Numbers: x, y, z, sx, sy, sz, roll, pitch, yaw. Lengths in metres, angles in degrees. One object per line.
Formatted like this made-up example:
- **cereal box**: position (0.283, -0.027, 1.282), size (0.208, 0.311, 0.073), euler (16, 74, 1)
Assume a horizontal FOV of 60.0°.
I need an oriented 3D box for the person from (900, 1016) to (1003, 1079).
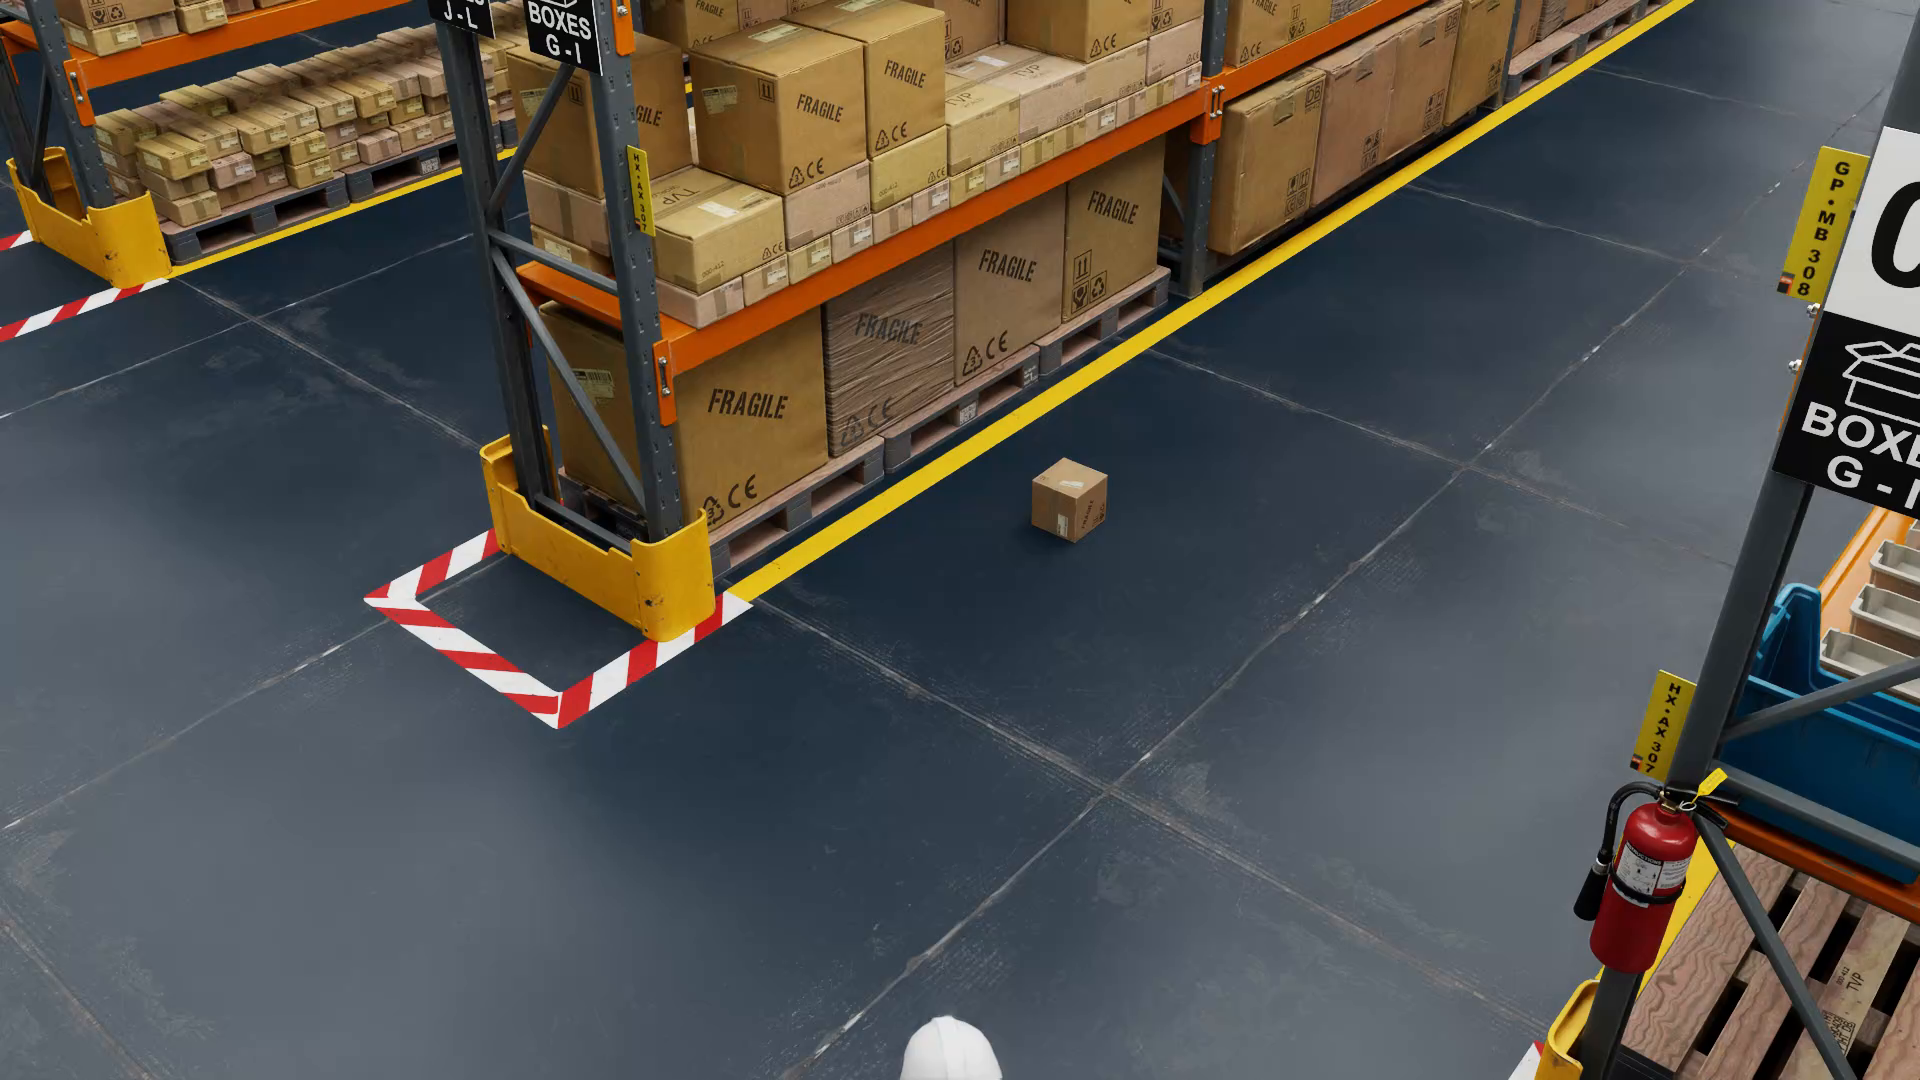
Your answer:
- **person**: position (-0.042, 1.720, 3.658), size (0.556, 1.725, 1.028), euler (2, 35, 3)
